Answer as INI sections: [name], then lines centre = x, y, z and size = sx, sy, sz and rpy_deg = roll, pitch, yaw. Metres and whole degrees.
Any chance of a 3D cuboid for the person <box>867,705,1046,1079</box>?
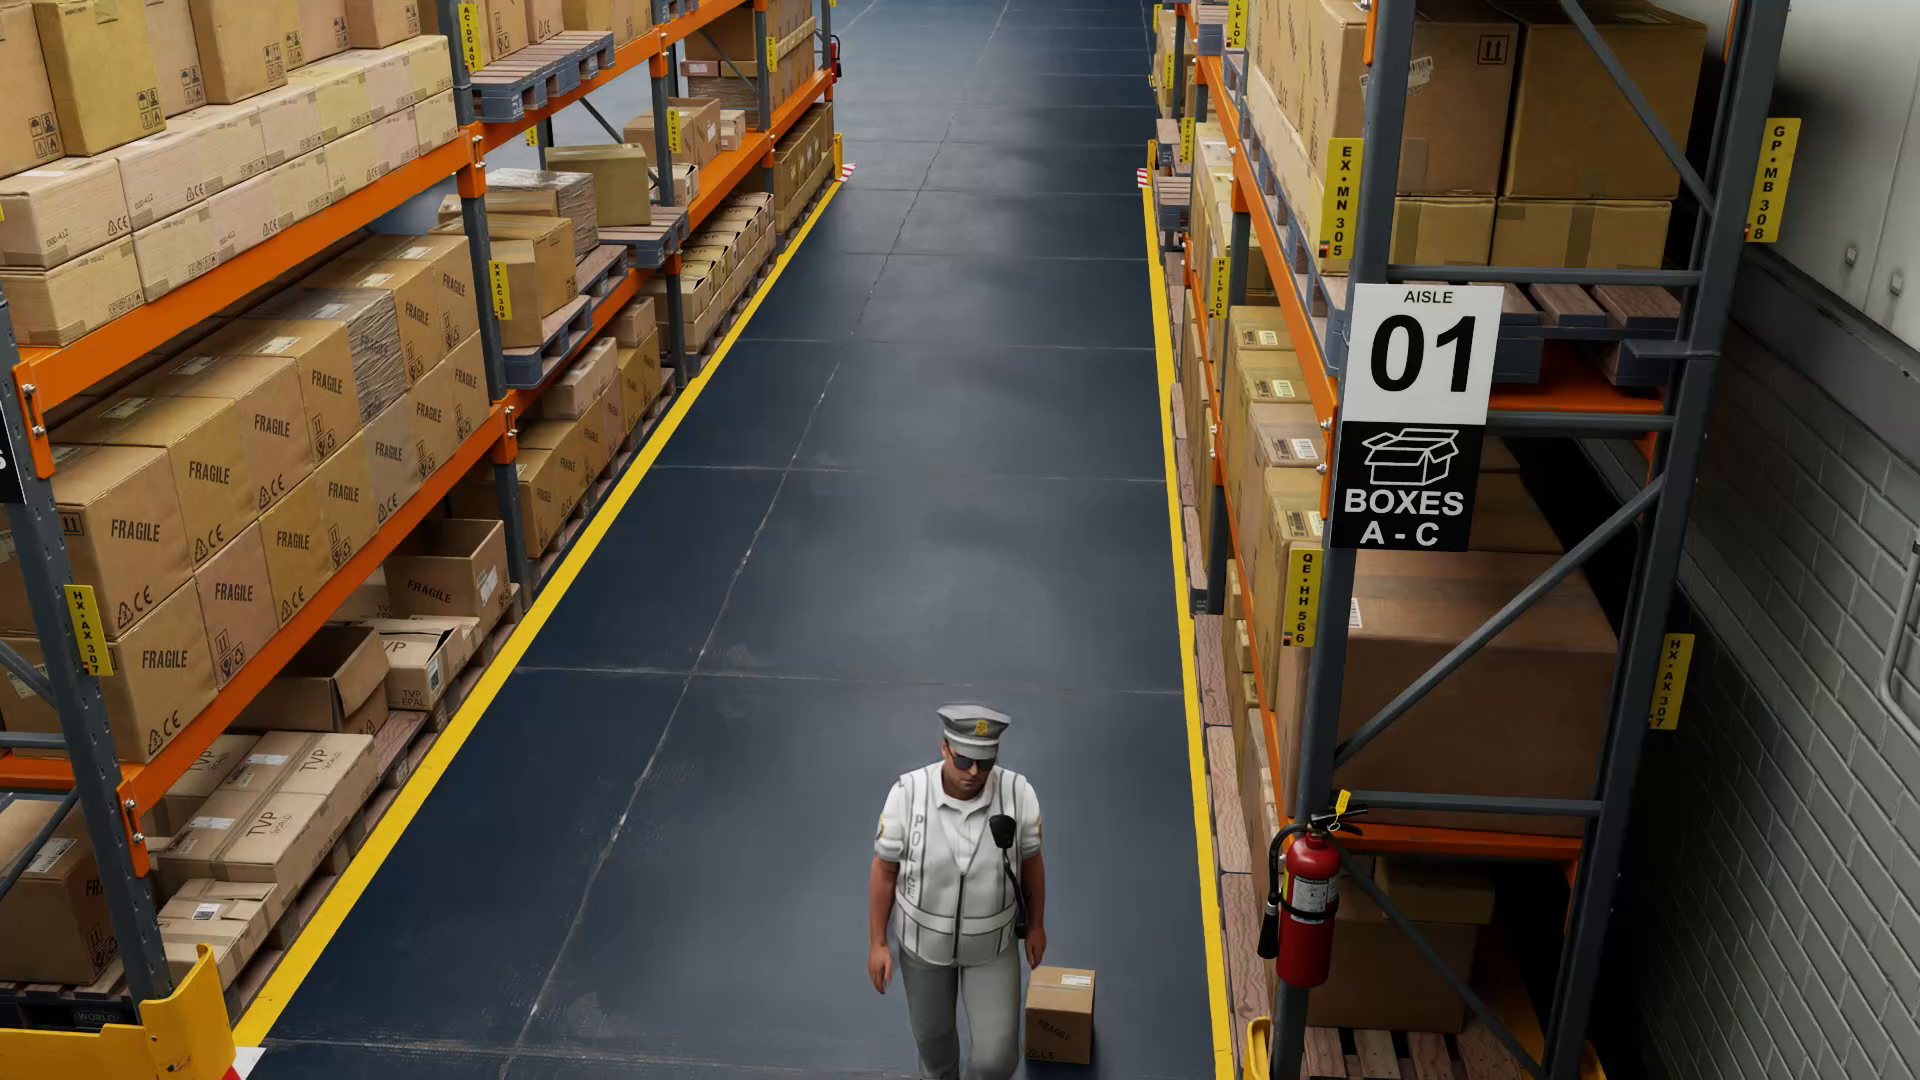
[person]
centre = -0.008, 1.368, 5.596
size = 0.600, 1.828, 0.502
rpy_deg = 1, 24, 2
